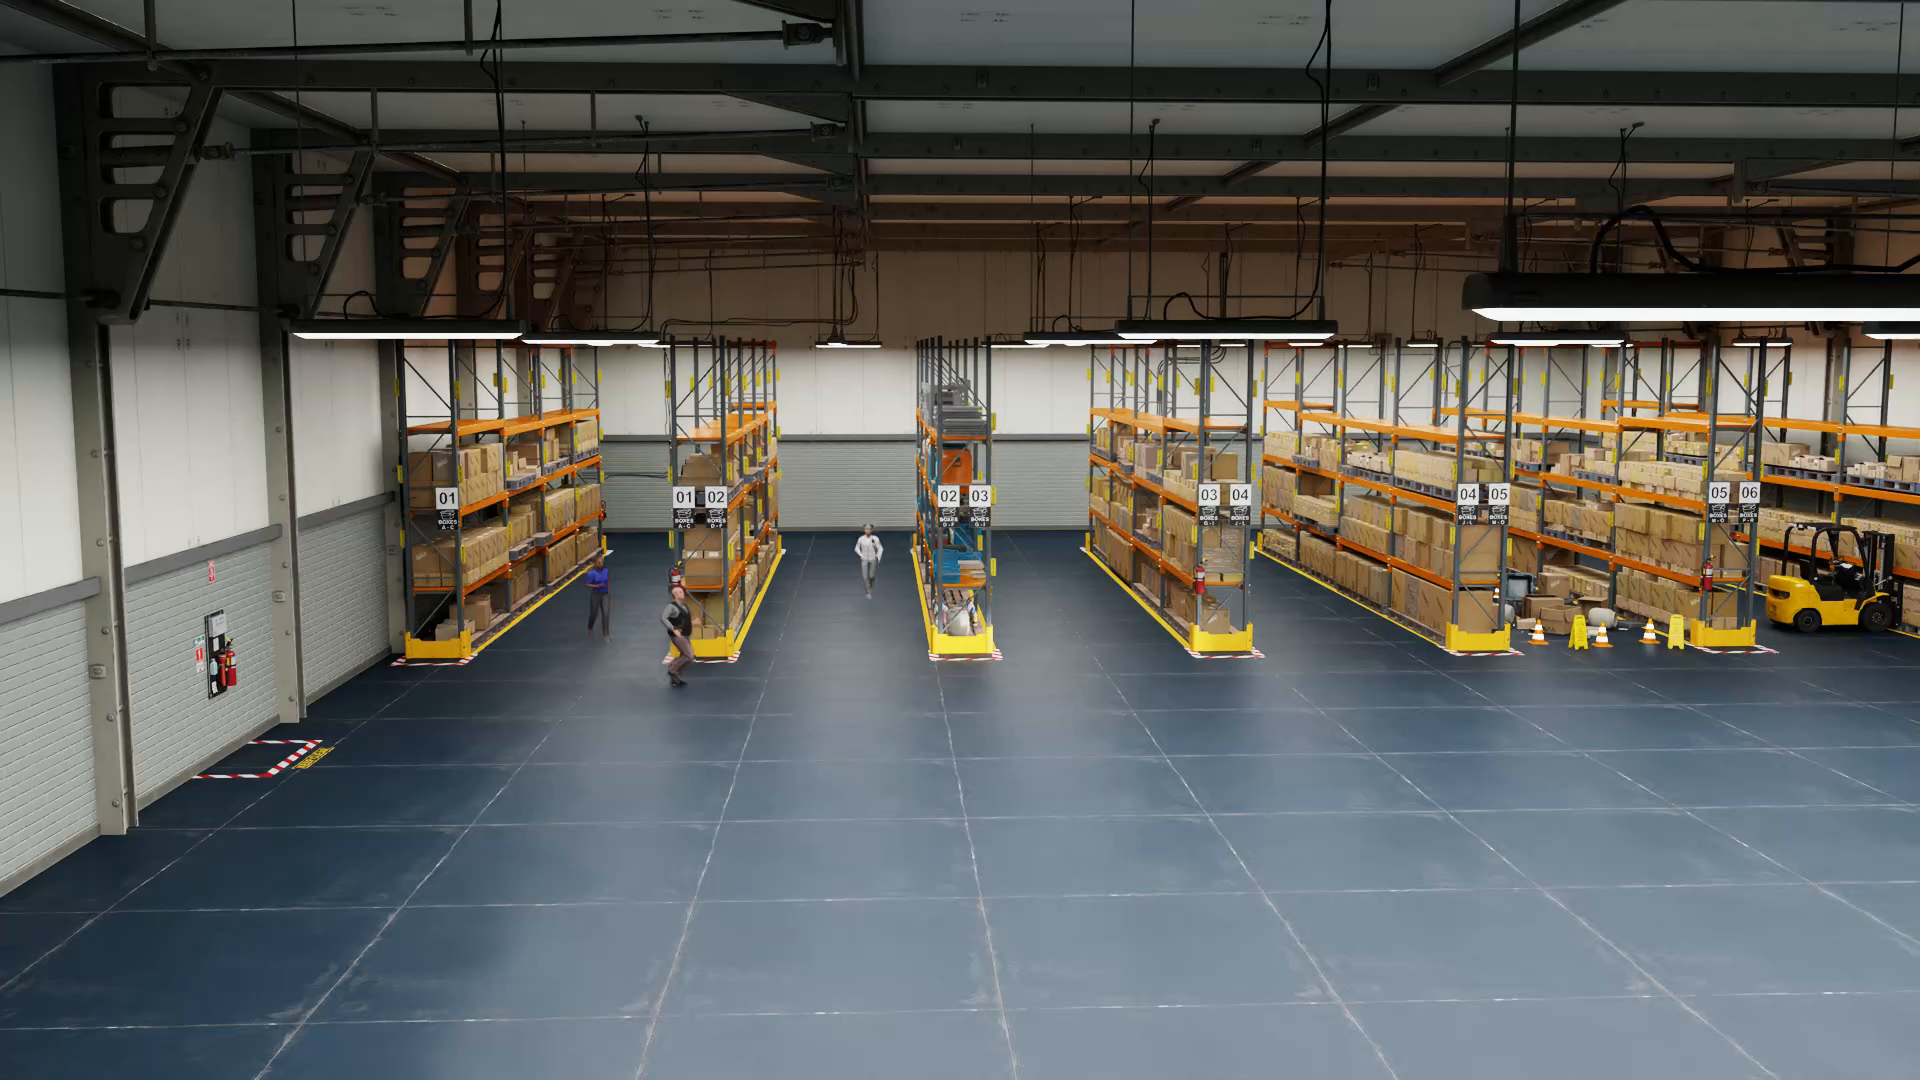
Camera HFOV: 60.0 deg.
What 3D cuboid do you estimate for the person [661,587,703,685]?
[{"bbox_3d":[-4.726,1.648,28.459,0.593,1.681,0.649,2,7,14],"label":"person"}]

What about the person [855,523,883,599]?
[{"bbox_3d":[-2.016,0.461,36.647,0.616,1.666,0.456,0,6,1],"label":"person"}]

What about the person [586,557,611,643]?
[{"bbox_3d":[-7.128,1.154,32.808,0.566,1.662,0.929,-4,8,-32],"label":"person"}]
